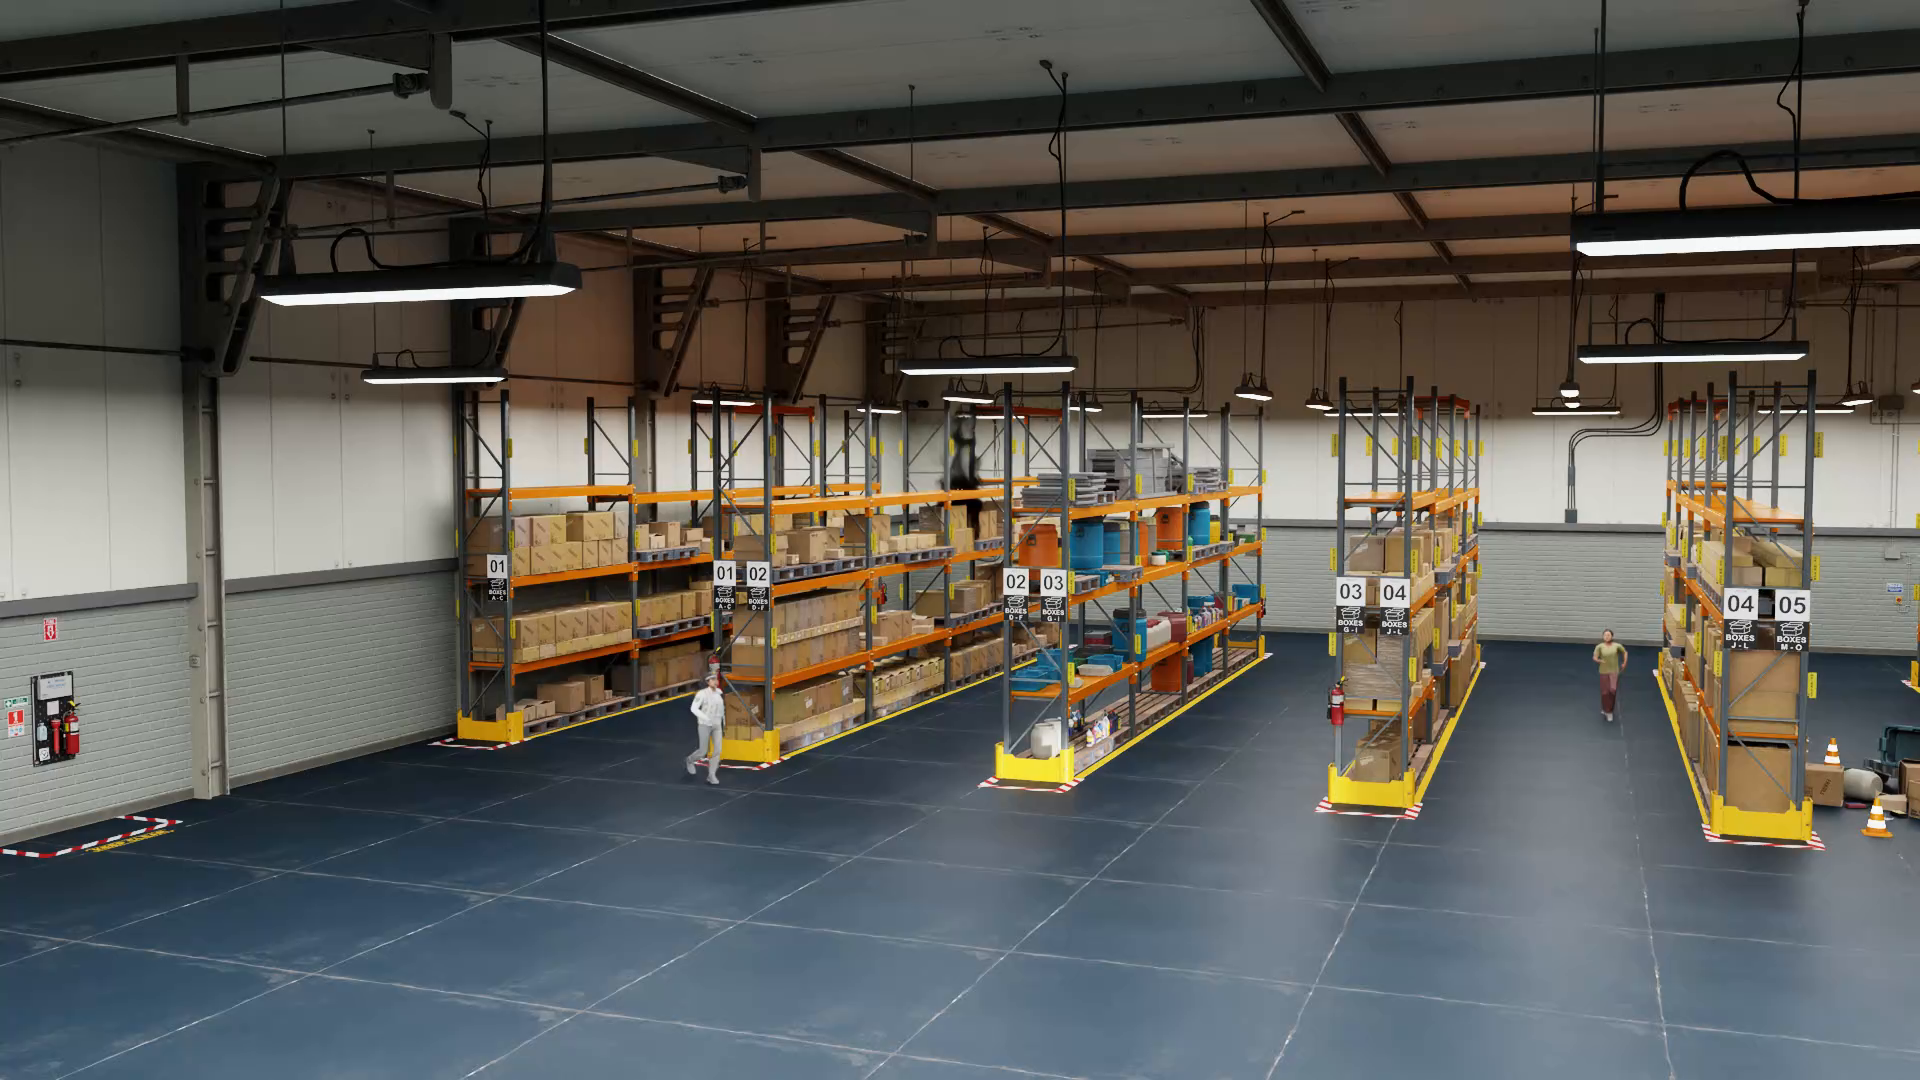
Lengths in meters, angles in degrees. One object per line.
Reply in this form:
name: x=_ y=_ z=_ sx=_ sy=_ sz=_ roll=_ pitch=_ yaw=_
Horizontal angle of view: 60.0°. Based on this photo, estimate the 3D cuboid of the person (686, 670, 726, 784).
person: x=-3.771 y=2.792 z=25.048 sx=0.641 sy=1.676 sz=0.796 roll=-3 pitch=4 yaw=-39

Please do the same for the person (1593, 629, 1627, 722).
person: x=12.009 y=2.496 z=30.759 sx=0.579 sy=1.694 sz=0.720 roll=2 pitch=3 yaw=26

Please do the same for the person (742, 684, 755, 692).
person: x=-3.969 y=2.362 z=31.890 sx=0.639 sy=1.736 sz=0.651 roll=1 pitch=3 yaw=10
